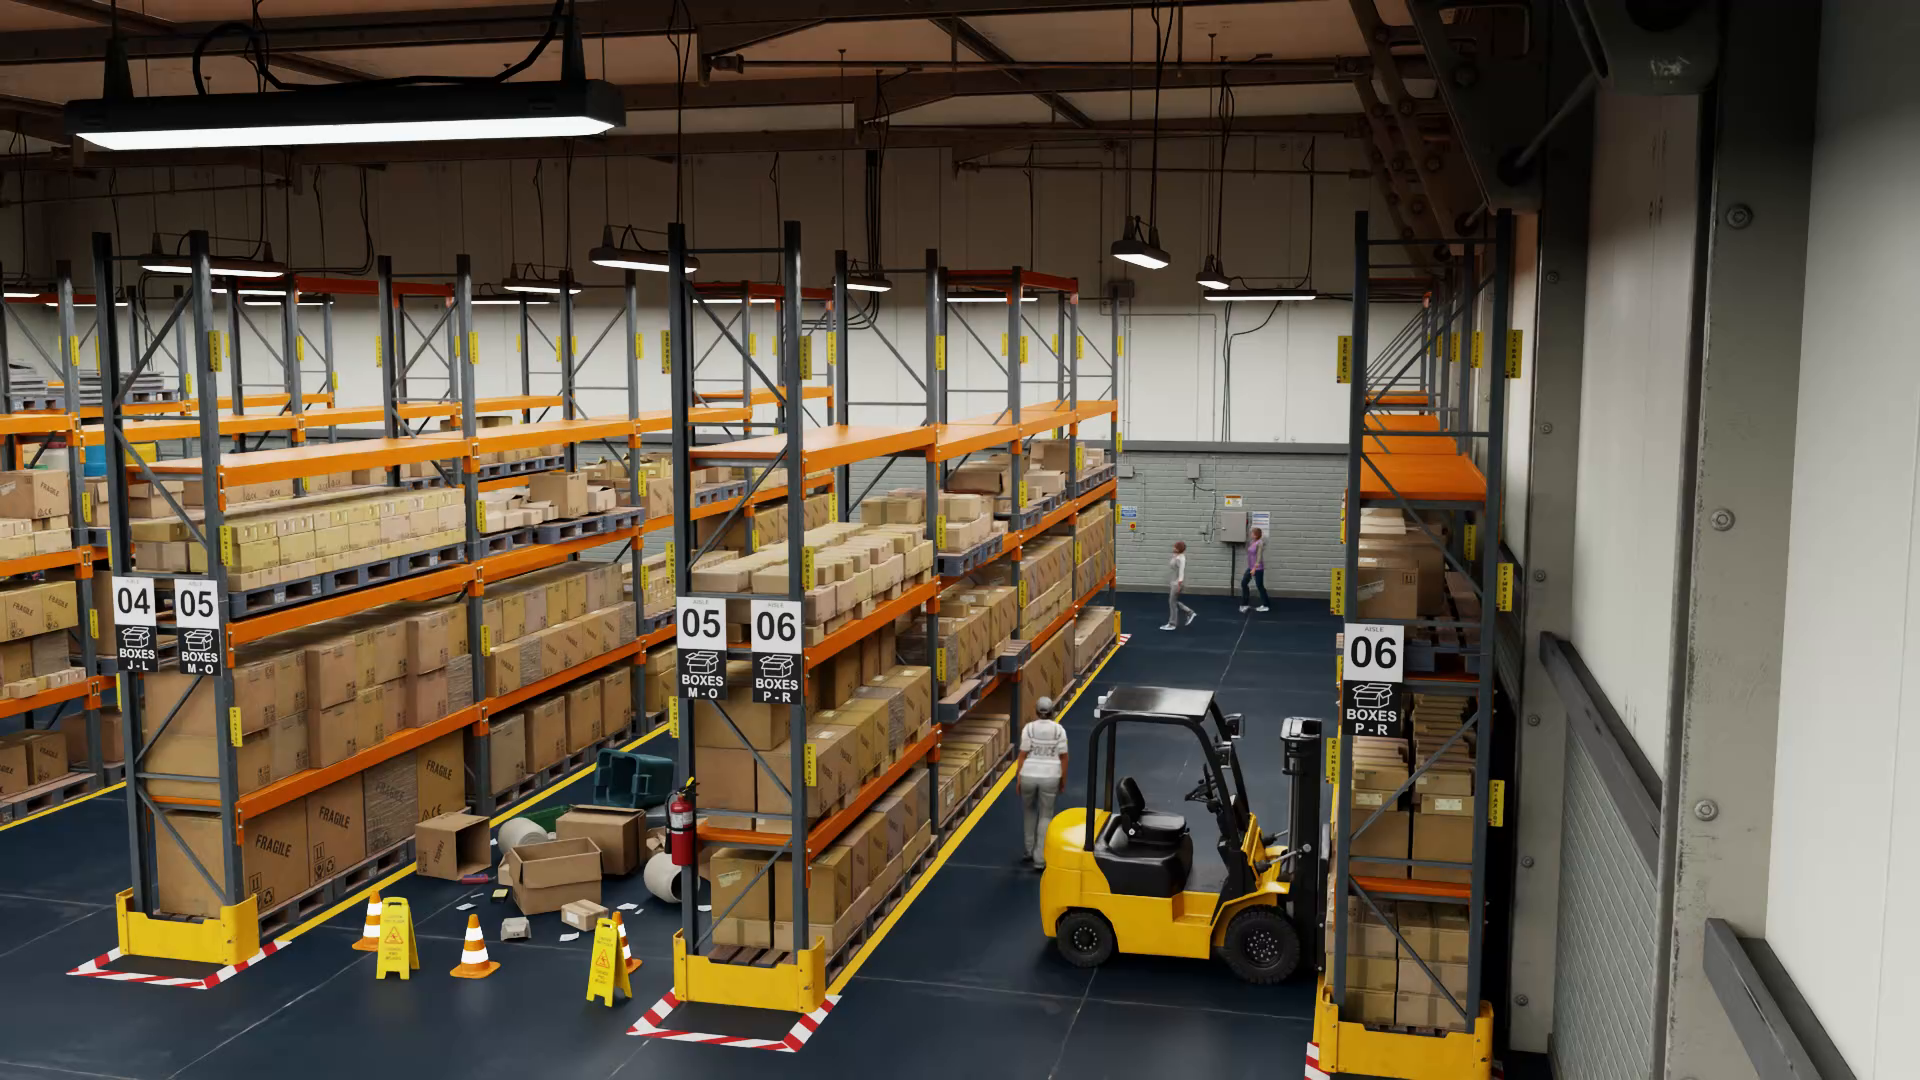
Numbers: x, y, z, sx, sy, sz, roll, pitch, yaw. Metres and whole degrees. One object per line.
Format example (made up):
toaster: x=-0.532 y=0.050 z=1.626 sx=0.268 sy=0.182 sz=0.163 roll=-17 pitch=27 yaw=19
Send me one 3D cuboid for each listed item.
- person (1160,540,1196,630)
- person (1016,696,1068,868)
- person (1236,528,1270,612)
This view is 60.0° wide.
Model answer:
person: x=3.867 y=0.794 z=29.402 sx=0.634 sy=1.588 sz=0.418 roll=0 pitch=7 yaw=2
person: x=0.801 y=2.393 z=16.316 sx=0.507 sy=1.712 sz=0.606 roll=1 pitch=7 yaw=11
person: x=5.535 y=0.581 z=31.270 sx=0.610 sy=1.644 sz=0.486 roll=-2 pitch=7 yaw=-13
